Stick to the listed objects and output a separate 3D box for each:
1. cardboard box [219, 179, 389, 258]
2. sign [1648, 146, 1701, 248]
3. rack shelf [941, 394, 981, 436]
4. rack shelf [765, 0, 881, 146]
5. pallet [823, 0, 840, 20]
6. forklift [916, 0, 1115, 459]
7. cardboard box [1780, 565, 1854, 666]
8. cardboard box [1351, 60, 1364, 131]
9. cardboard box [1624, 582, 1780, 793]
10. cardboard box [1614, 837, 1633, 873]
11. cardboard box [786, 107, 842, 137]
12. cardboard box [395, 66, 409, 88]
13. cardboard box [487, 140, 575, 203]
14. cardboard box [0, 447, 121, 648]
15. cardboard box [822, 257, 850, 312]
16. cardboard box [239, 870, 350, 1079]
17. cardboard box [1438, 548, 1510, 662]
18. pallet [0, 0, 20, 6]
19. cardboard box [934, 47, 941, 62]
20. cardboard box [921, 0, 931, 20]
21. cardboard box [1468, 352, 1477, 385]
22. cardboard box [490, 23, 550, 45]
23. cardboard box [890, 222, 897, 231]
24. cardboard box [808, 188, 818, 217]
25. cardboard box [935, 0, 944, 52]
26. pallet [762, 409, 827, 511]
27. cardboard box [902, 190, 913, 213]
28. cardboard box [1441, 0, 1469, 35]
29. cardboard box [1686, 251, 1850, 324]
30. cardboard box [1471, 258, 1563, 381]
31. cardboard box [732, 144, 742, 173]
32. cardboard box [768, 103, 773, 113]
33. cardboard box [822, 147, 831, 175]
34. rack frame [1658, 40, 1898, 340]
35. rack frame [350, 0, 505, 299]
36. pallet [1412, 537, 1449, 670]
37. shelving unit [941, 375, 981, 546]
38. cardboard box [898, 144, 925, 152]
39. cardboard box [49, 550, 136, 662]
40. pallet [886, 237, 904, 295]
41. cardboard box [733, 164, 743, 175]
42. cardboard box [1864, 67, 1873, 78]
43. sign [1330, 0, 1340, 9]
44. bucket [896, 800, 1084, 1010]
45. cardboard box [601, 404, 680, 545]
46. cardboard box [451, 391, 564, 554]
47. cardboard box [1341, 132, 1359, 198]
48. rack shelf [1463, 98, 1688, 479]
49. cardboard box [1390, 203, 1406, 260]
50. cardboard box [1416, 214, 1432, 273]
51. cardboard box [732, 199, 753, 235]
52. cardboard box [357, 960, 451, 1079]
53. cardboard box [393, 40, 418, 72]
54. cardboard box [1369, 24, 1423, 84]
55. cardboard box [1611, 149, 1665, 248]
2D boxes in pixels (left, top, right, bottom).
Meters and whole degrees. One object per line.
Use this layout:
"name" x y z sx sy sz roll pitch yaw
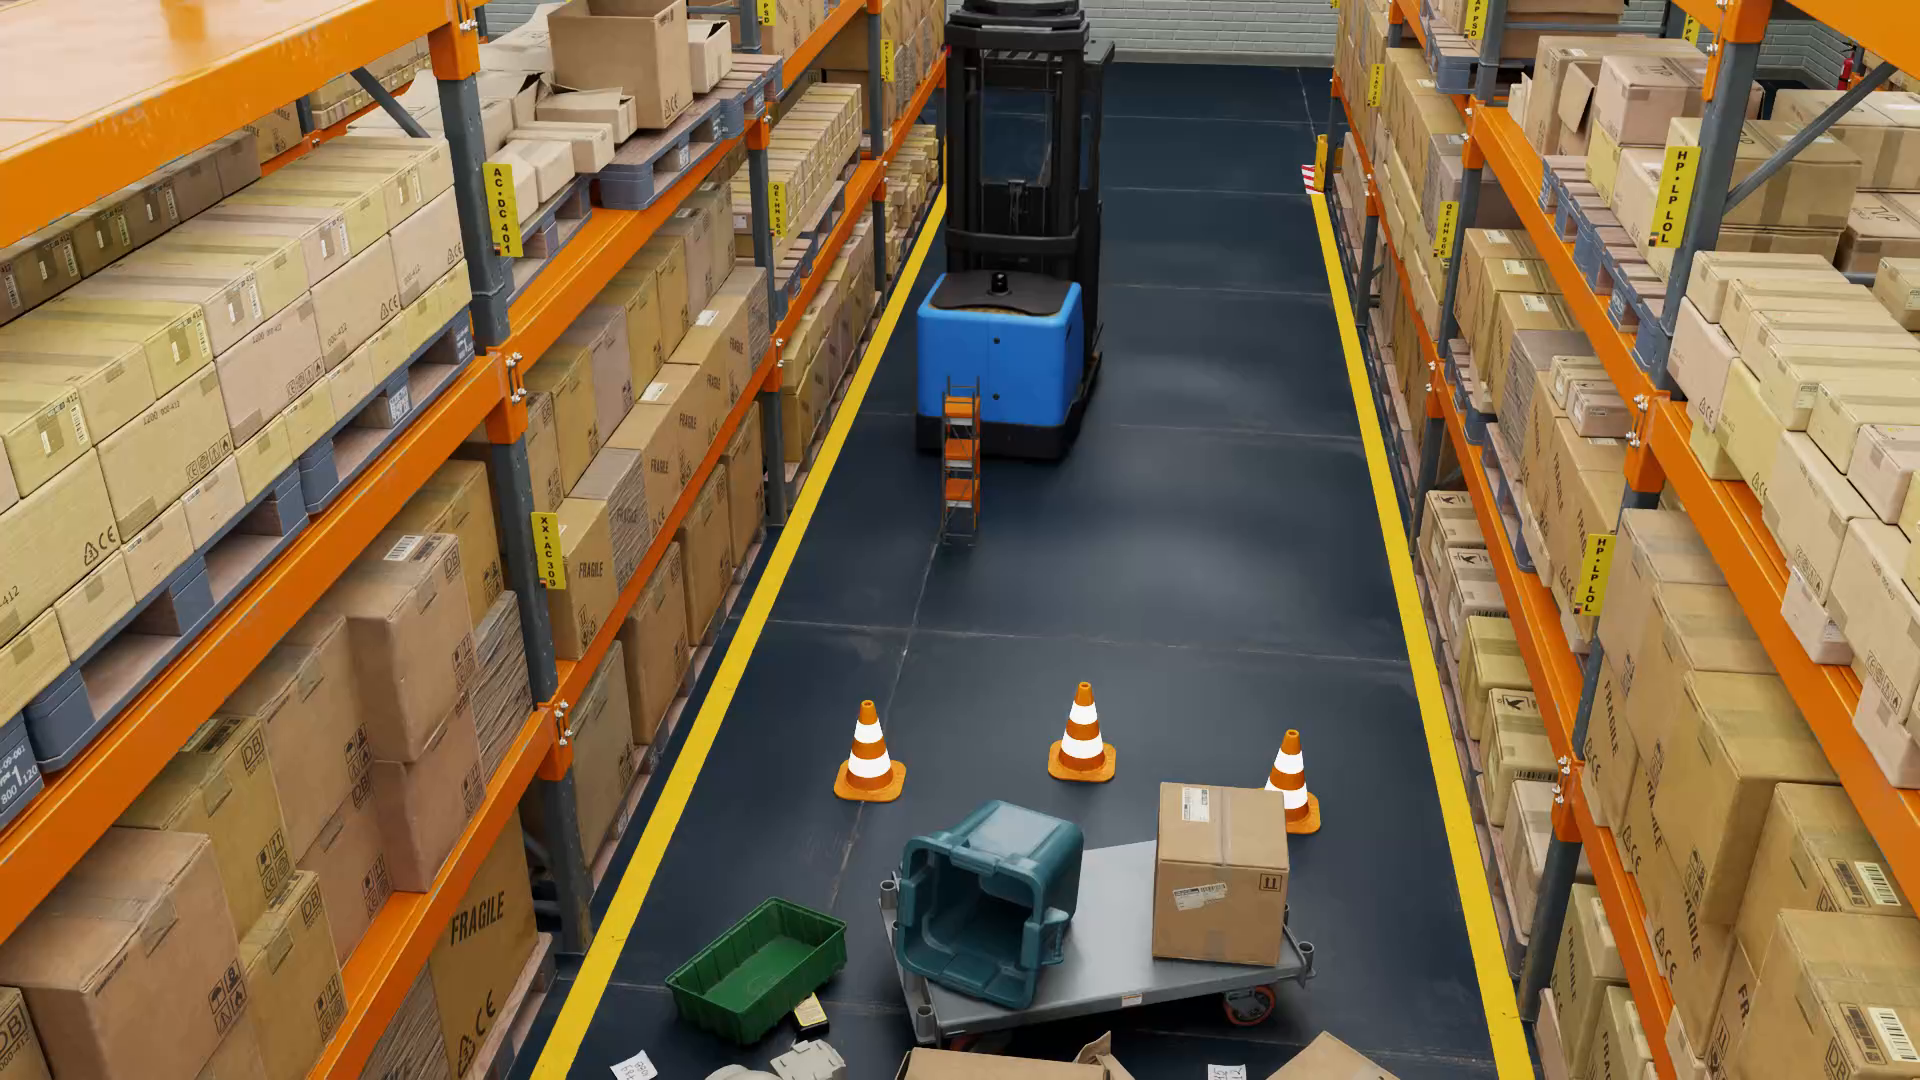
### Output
"cardboard box" -1.902 -0.935 4.829 0.380 0.149 0.250 3 28 6
"sign" 2.263 -1.085 5.271 0.100 0.325 0.005 3 28 6
"rack shelf" 0.007 -0.728 10.210 0.215 0.259 0.240 3 28 6
"rack shelf" -1.376 -3.401 11.289 1.077 0.370 4.000 3 28 6
"pallet" -1.436 -3.804 11.476 1.213 0.211 1.003 3 28 6
"forklift" 0.494 -2.528 12.144 1.130 2.935 3.031 6 29 10
"cardboard box" 2.288 0.191 4.127 0.380 0.149 0.250 3 28 5
"cardboard box" 3.702 -3.856 14.432 0.500 0.500 0.500 3 28 5
"cardboard box" 2.461 0.485 5.005 0.700 0.500 0.500 4 29 6
"cardboard box" 2.478 1.029 5.734 0.380 0.149 0.250 4 29 8
"cardboard box" -1.084 -3.103 12.335 0.380 0.149 0.250 3 28 6
"cardboard box" -5.485 -4.418 15.845 0.380 0.149 0.250 3 28 5
"cardboard box" -1.737 -1.486 6.692 0.250 0.149 0.380 3 28 6
"cardboard box" -2.165 0.006 3.501 0.500 0.250 0.500 3 28 6
"cardboard box" -1.098 -1.897 12.304 0.500 0.250 0.500 2 28 4
"cardboard box" -2.338 1.298 4.812 0.875 0.550 0.500 3 28 6
"cardboard box" 3.143 0.369 9.022 0.950 0.372 0.625 3 28 5
"pallet" -6.505 -3.336 10.607 1.213 0.211 1.003 5 29 9
"cardboard box" -0.400 -4.941 16.816 0.380 0.149 0.250 3 28 6
"cardboard box" -0.566 -5.123 15.416 0.500 0.500 0.500 5 29 9
"cardboard box" 2.933 -0.891 8.855 0.380 0.149 0.250 2 28 3
"cardboard box" -1.989 -2.376 8.237 0.500 0.250 0.500 4 29 8
"cardboard box" -0.774 -2.789 15.120 0.380 0.149 0.250 3 28 5
"cardboard box" -1.205 -2.354 11.570 0.380 0.149 0.250 4 29 7
"cardboard box" -0.440 -5.170 16.558 0.500 0.500 0.500 4 29 7
"pallet" -1.523 -0.596 11.426 1.003 0.211 1.213 3 28 6
"cardboard box" -0.646 -3.163 15.500 0.380 0.149 0.250 3 28 6
"cardboard box" 3.237 -3.243 9.687 0.700 0.500 0.500 2 28 4
"cardboard box" 2.452 -0.765 5.061 0.380 0.149 0.250 3 28 5
"cardboard box" 2.963 -1.132 8.618 0.500 0.500 0.500 5 29 9
"cardboard box" -1.791 -2.768 12.025 0.380 0.149 0.250 3 28 5
"cardboard box" -1.663 -3.385 12.857 0.380 0.149 0.250 4 29 8
"cardboard box" -1.141 -2.725 11.946 0.380 0.149 0.250 3 29 6
"rack frame" 2.814 -1.974 4.719 1.000 3.000 0.127 3 28 6
"rack frame" -2.111 -2.214 5.165 1.000 3.000 0.127 3 28 6
"pallet" 3.207 0.379 9.615 1.003 0.211 1.213 3 28 6
"shelving unit" 0.007 -0.487 10.340 0.215 1.050 0.252 3 28 6
"cardboard box" -0.542 -3.787 16.345 0.380 0.149 0.250 2 28 4
"cardboard box" -2.086 0.134 3.685 0.380 0.149 0.250 3 28 6
"pallet" -1.083 -2.430 14.829 1.003 0.211 1.213 3 28 6
"cardboard box" -1.790 -2.640 12.101 0.380 0.149 0.250 3 28 5
"cardboard box" 8.899 -4.446 15.896 0.380 0.149 0.250 3 28 6
"sign" 3.735 -5.433 16.468 0.100 0.325 0.005 3 28 6
"bucket" 0.161 1.397 6.636 0.726 0.611 0.620 14 21 24
"cardboard box" -1.654 -0.322 7.872 0.500 0.500 0.500 3 28 6
"cardboard box" -2.056 -0.292 6.761 0.700 0.500 0.500 3 28 5
"cardboard box" 4.303 -3.722 16.547 0.875 0.438 0.875 2 28 4
"rack shelf" 3.059 -1.278 7.348 1.077 0.370 4.000 3 28 6
"cardboard box" 3.268 -2.122 11.477 0.500 0.250 0.500 3 28 5
"cardboard box" 3.171 -1.854 10.453 0.500 0.250 0.500 3 28 5
"cardboard box" -1.371 -2.001 10.288 0.380 0.149 0.250 3 28 6
"cardboard box" -2.364 1.894 5.662 0.875 0.875 0.875 4 29 7
"cardboard box" -5.531 -4.655 15.865 0.500 0.250 0.500 3 29 6
"cardboard box" 3.578 -3.821 13.313 0.500 0.500 0.500 3 28 6
"cardboard box" 2.809 -1.294 6.334 0.500 0.250 0.500 4 29 7
